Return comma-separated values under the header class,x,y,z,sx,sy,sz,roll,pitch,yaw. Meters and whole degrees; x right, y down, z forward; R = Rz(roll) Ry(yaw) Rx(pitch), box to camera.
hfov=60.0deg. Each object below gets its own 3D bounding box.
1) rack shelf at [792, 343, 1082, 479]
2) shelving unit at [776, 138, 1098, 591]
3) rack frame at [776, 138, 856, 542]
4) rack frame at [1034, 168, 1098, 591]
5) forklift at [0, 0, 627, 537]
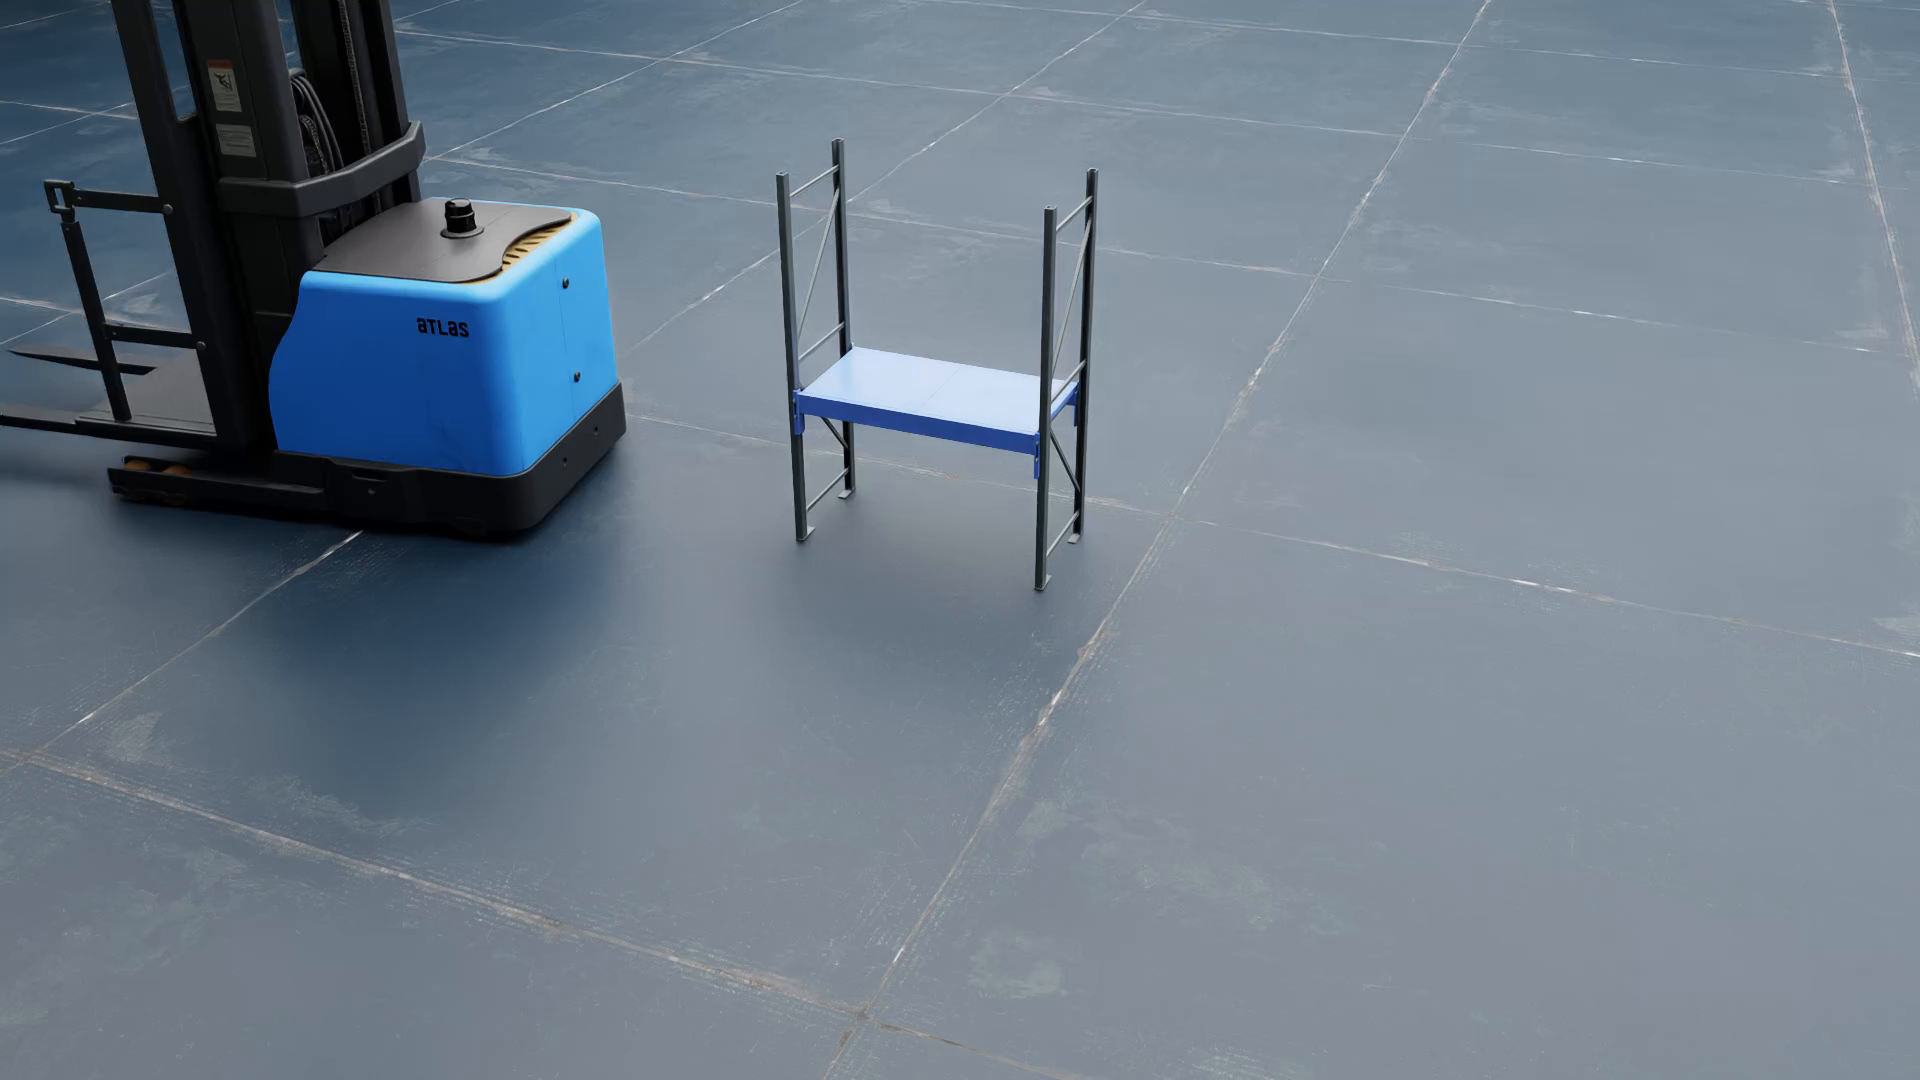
class,x,y,z,sx,sy,sz,roll,pitch,yaw
rack shelf,-0.079,-0.512,6.422,1.000,0.185,0.538,11,31,19
shelving unit,-0.079,-0.669,6.334,1.048,1.500,0.538,11,31,19
rack frame,-0.550,-0.763,6.500,0.032,1.500,0.500,11,31,19
rack frame,0.392,-0.575,6.168,0.032,1.500,0.500,11,31,19
forklift,-3.056,-1.663,6.638,3.031,2.935,1.130,7,30,12
